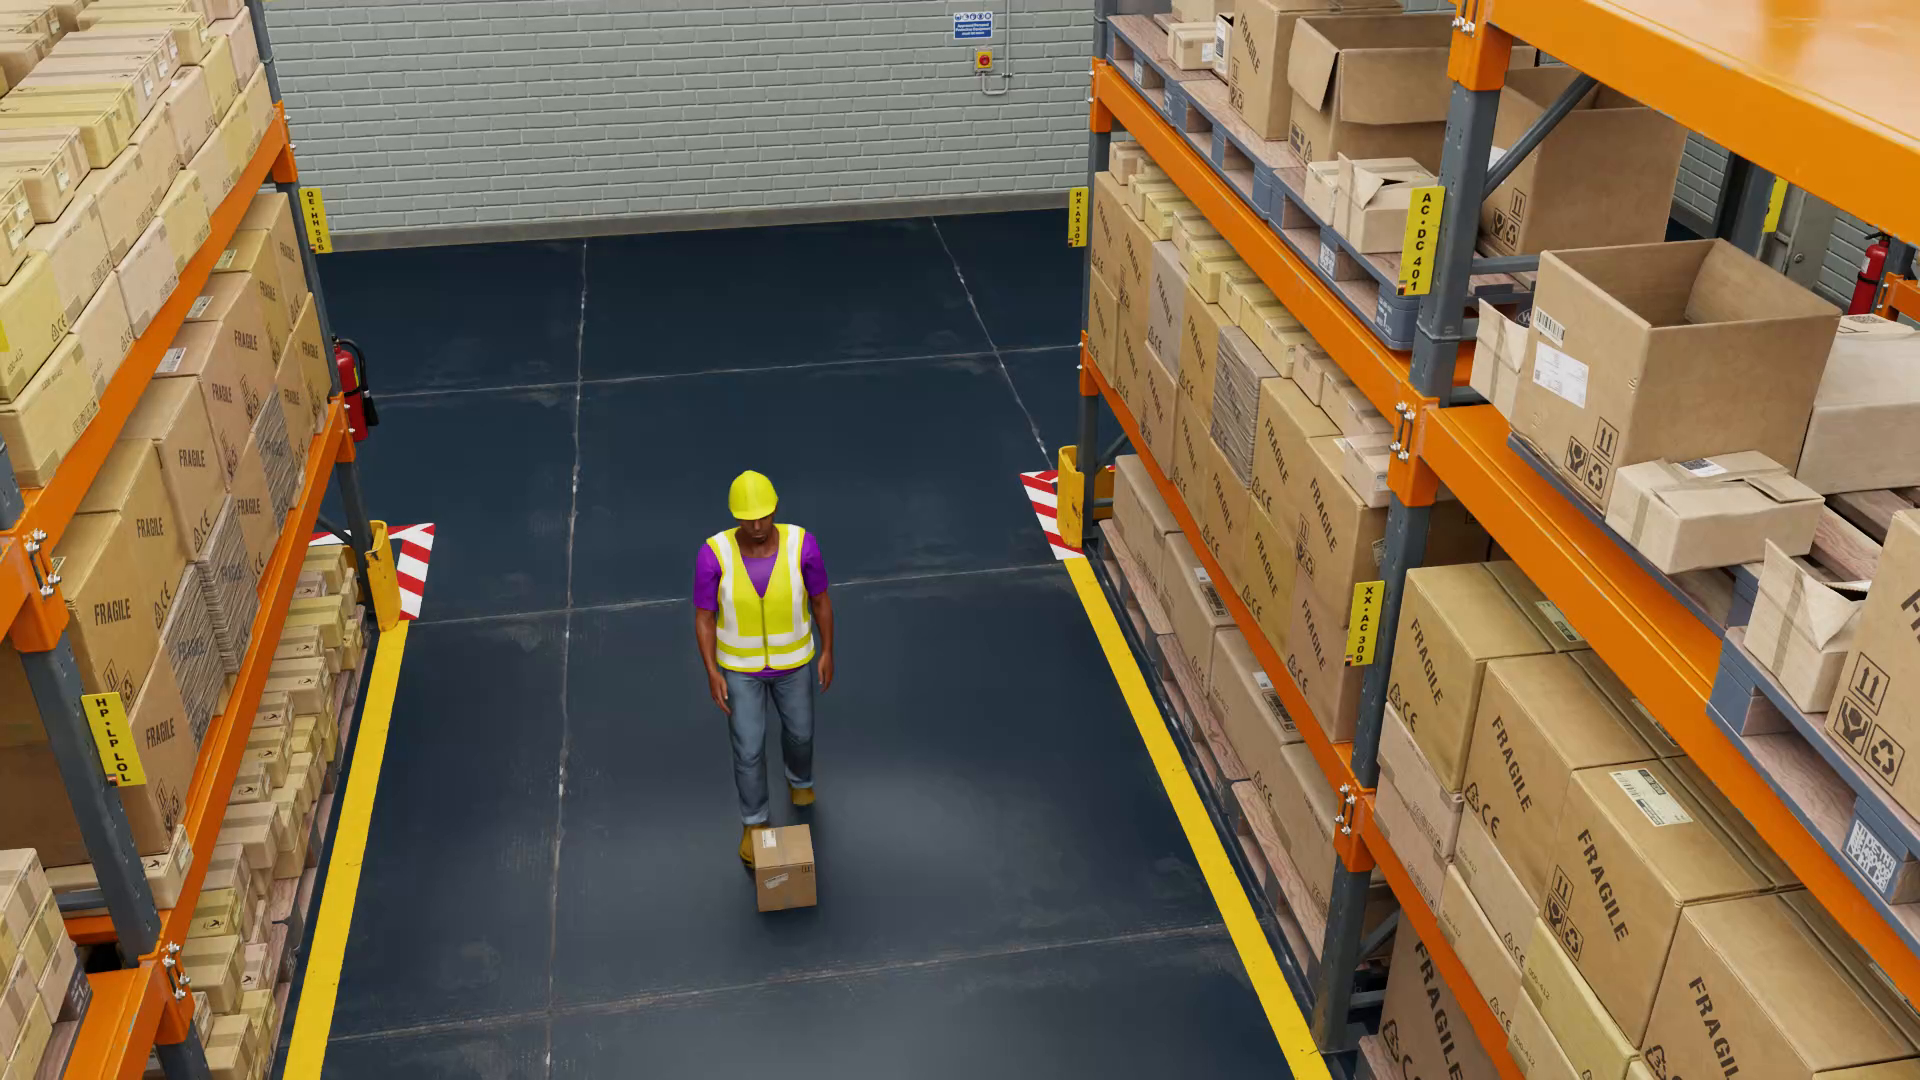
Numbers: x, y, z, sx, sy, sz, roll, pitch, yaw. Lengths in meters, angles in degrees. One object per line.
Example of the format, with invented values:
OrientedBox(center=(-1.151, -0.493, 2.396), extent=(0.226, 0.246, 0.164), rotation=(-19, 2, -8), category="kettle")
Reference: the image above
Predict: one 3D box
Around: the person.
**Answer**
OrientedBox(center=(-0.831, 0.571, 7.228), extent=(0.593, 1.814, 0.595), rotation=(-5, 31, -9), category="person")
